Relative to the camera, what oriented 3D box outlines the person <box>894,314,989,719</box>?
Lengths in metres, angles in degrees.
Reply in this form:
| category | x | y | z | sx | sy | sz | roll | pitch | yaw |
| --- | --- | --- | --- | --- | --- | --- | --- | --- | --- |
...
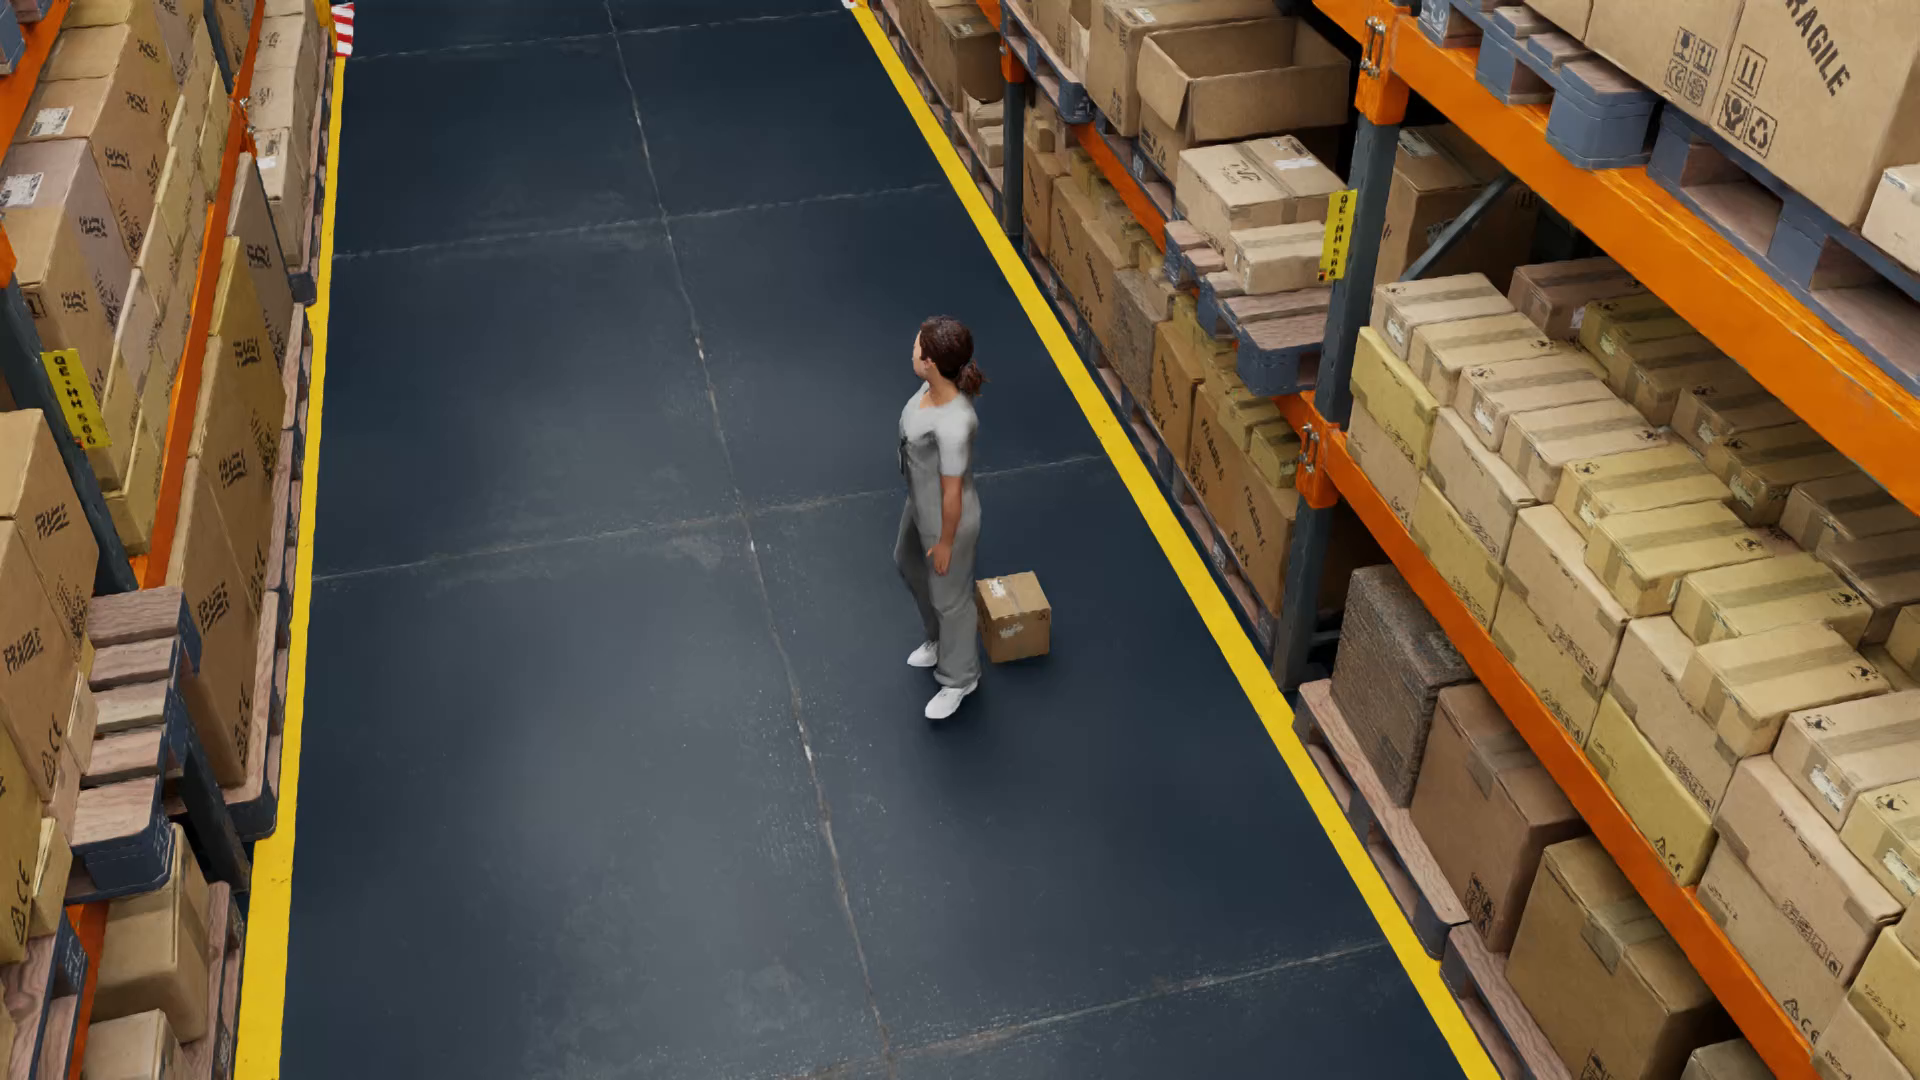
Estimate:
| category | x | y | z | sx | sy | sz | roll | pitch | yaw |
| --- | --- | --- | --- | --- | --- | --- | --- | --- | --- |
| person | -0.064 | -0.080 | 6.251 | 0.339 | 1.703 | 0.486 | -6 | 39 | -8 |
